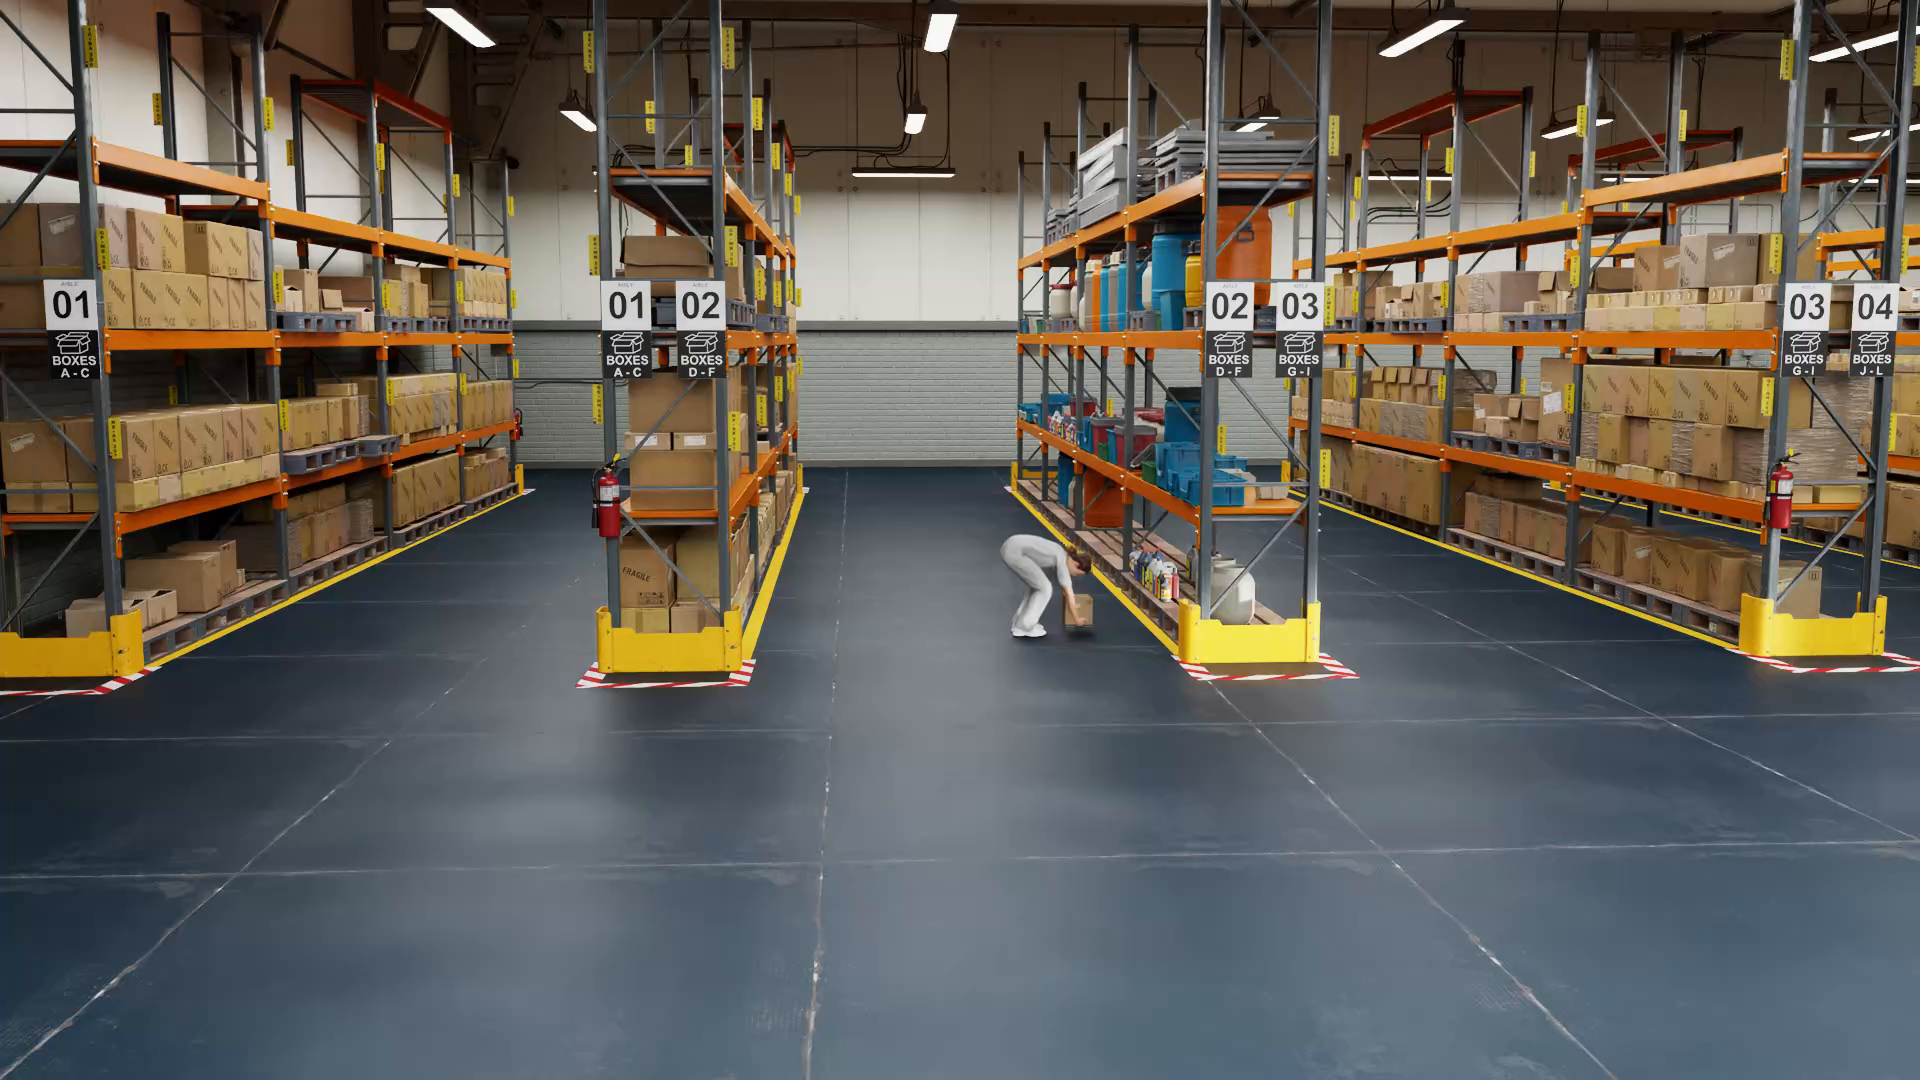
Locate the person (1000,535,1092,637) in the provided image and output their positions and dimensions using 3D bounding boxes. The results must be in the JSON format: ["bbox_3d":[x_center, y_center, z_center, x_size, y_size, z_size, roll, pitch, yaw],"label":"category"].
[{"bbox_3d":[0.801,0.415,15.435,0.853,0.927,0.464,-1,7,-7],"label":"person"}]
